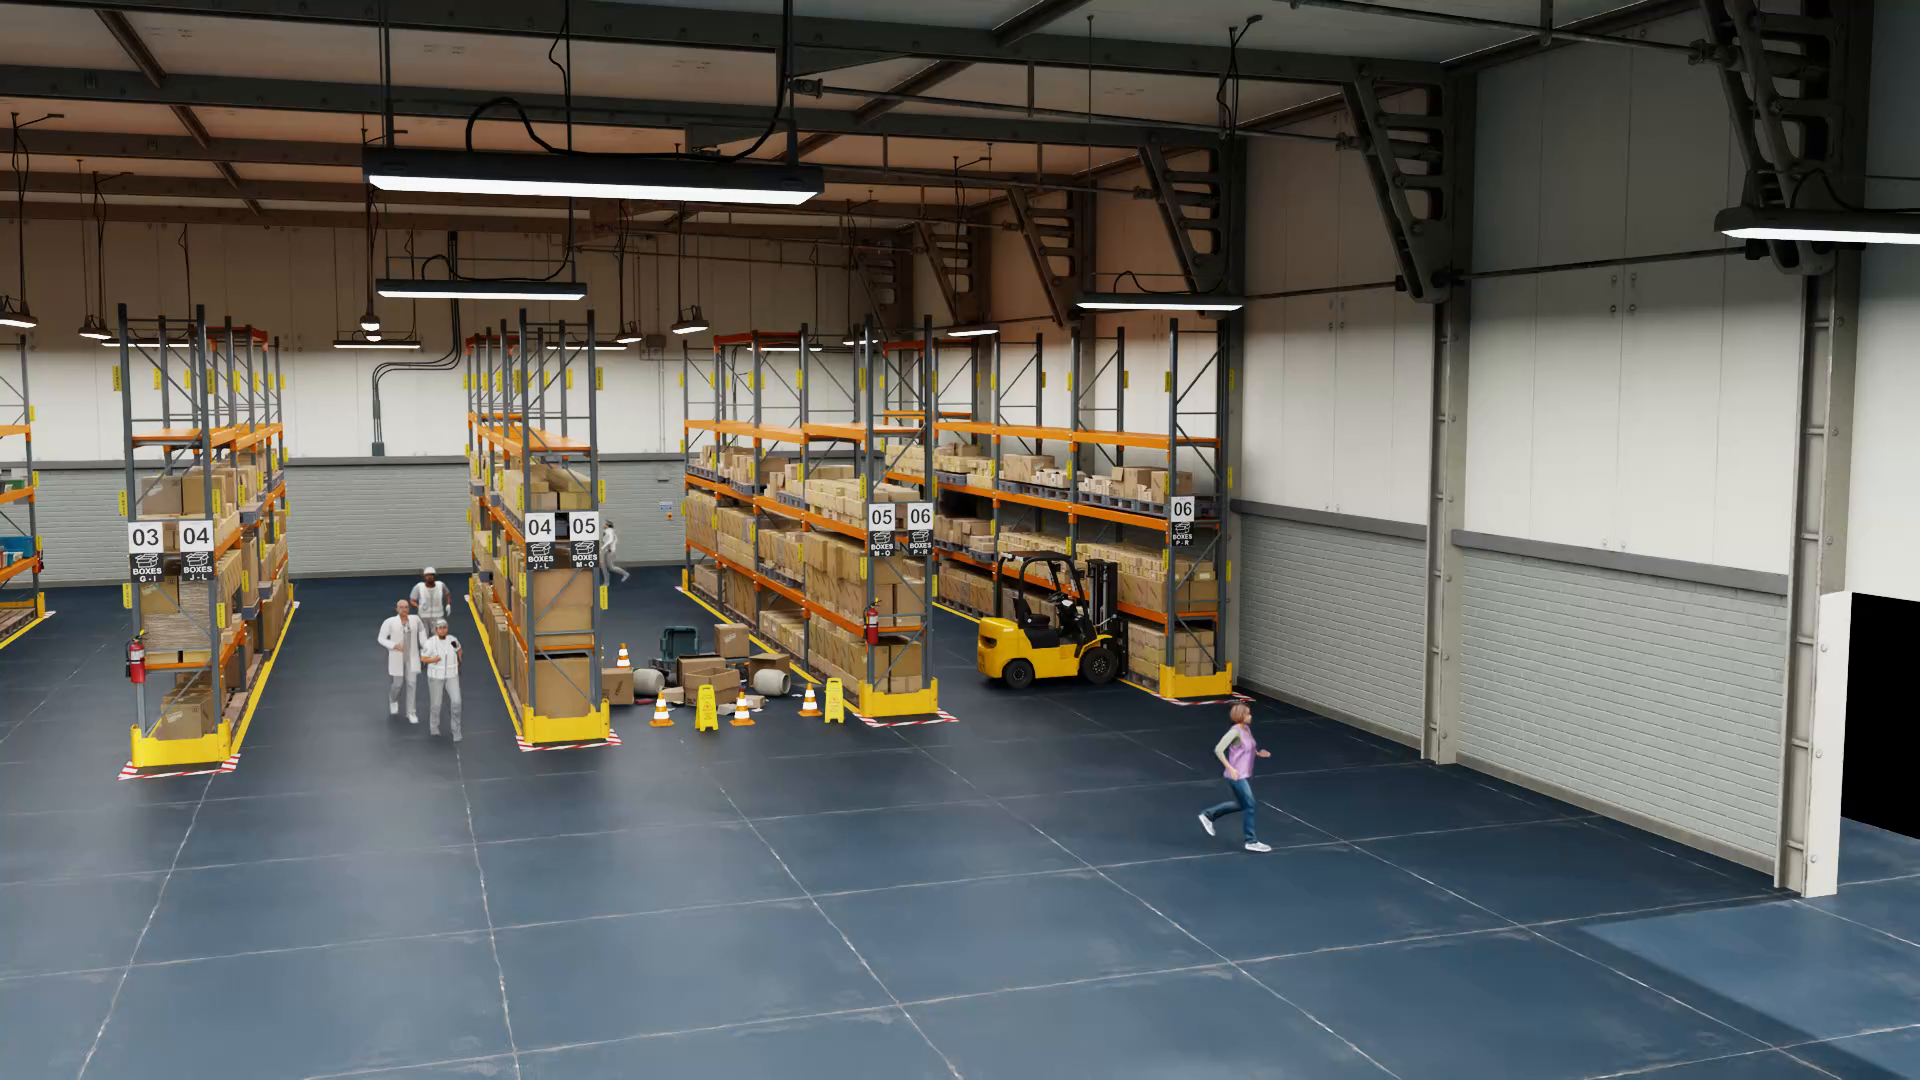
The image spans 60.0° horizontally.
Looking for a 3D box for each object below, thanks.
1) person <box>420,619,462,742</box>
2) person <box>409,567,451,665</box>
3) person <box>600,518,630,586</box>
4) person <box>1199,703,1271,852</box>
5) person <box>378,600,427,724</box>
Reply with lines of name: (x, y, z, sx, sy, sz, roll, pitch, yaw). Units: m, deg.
person: (-7.254, 1.969, 23.336, 0.600, 1.731, 0.673, -3, 6, -27)
person: (-9.221, 1.361, 28.983, 0.707, 1.801, 0.879, -2, 6, -23)
person: (-8.481, 0.320, 40.668, 0.726, 1.716, 0.622, -1, 6, -10)
person: (2.936, 2.521, 17.777, 0.804, 1.575, 0.538, 3, 6, 25)
person: (-8.265, 1.775, 24.710, 0.734, 1.799, 0.934, -3, 6, -32)
